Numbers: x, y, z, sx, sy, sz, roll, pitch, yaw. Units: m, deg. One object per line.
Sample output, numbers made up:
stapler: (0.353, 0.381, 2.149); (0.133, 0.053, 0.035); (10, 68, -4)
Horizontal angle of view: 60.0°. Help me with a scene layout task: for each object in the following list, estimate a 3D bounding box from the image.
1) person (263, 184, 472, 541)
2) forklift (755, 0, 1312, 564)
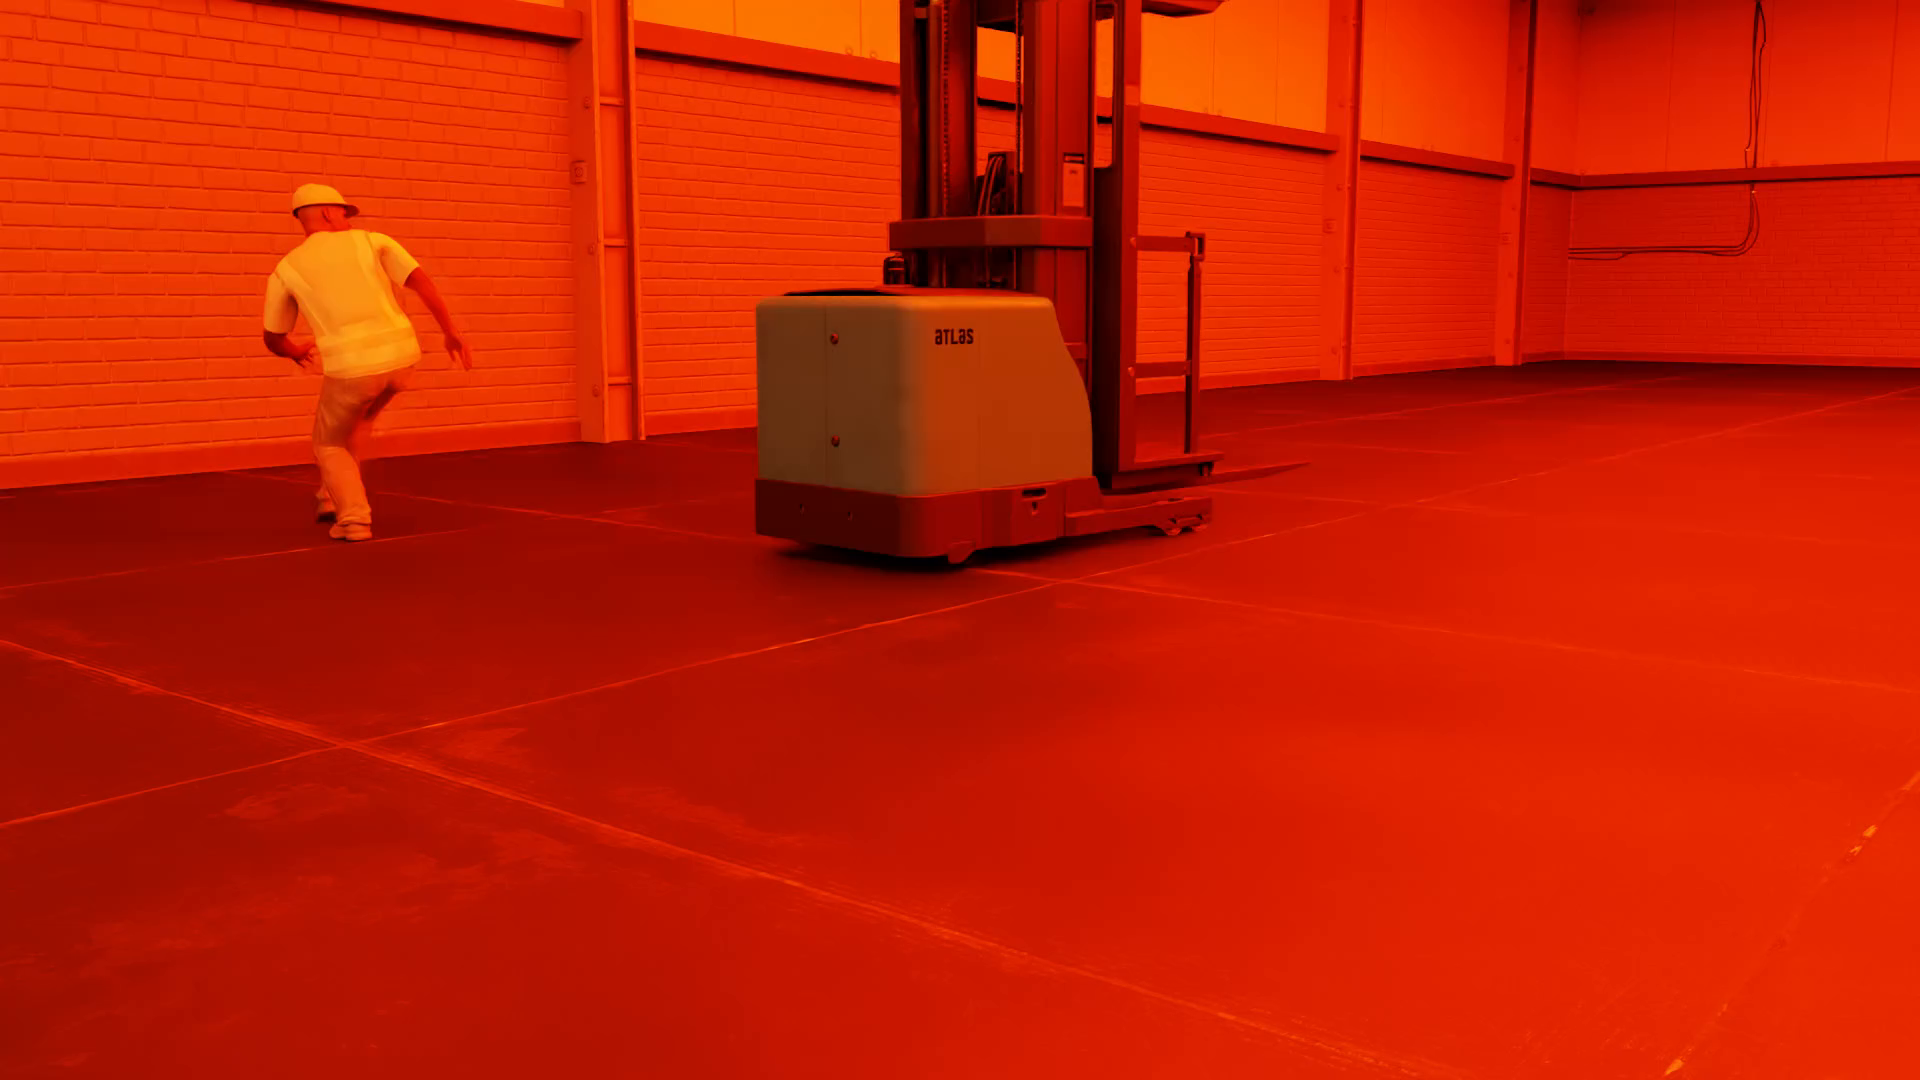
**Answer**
person: (-2.742, -0.819, 7.608); (0.806, 1.583, 0.822); (-5, 10, -33)
forklift: (0.523, -1.513, 7.620); (1.130, 2.935, 3.031); (8, 12, 44)
